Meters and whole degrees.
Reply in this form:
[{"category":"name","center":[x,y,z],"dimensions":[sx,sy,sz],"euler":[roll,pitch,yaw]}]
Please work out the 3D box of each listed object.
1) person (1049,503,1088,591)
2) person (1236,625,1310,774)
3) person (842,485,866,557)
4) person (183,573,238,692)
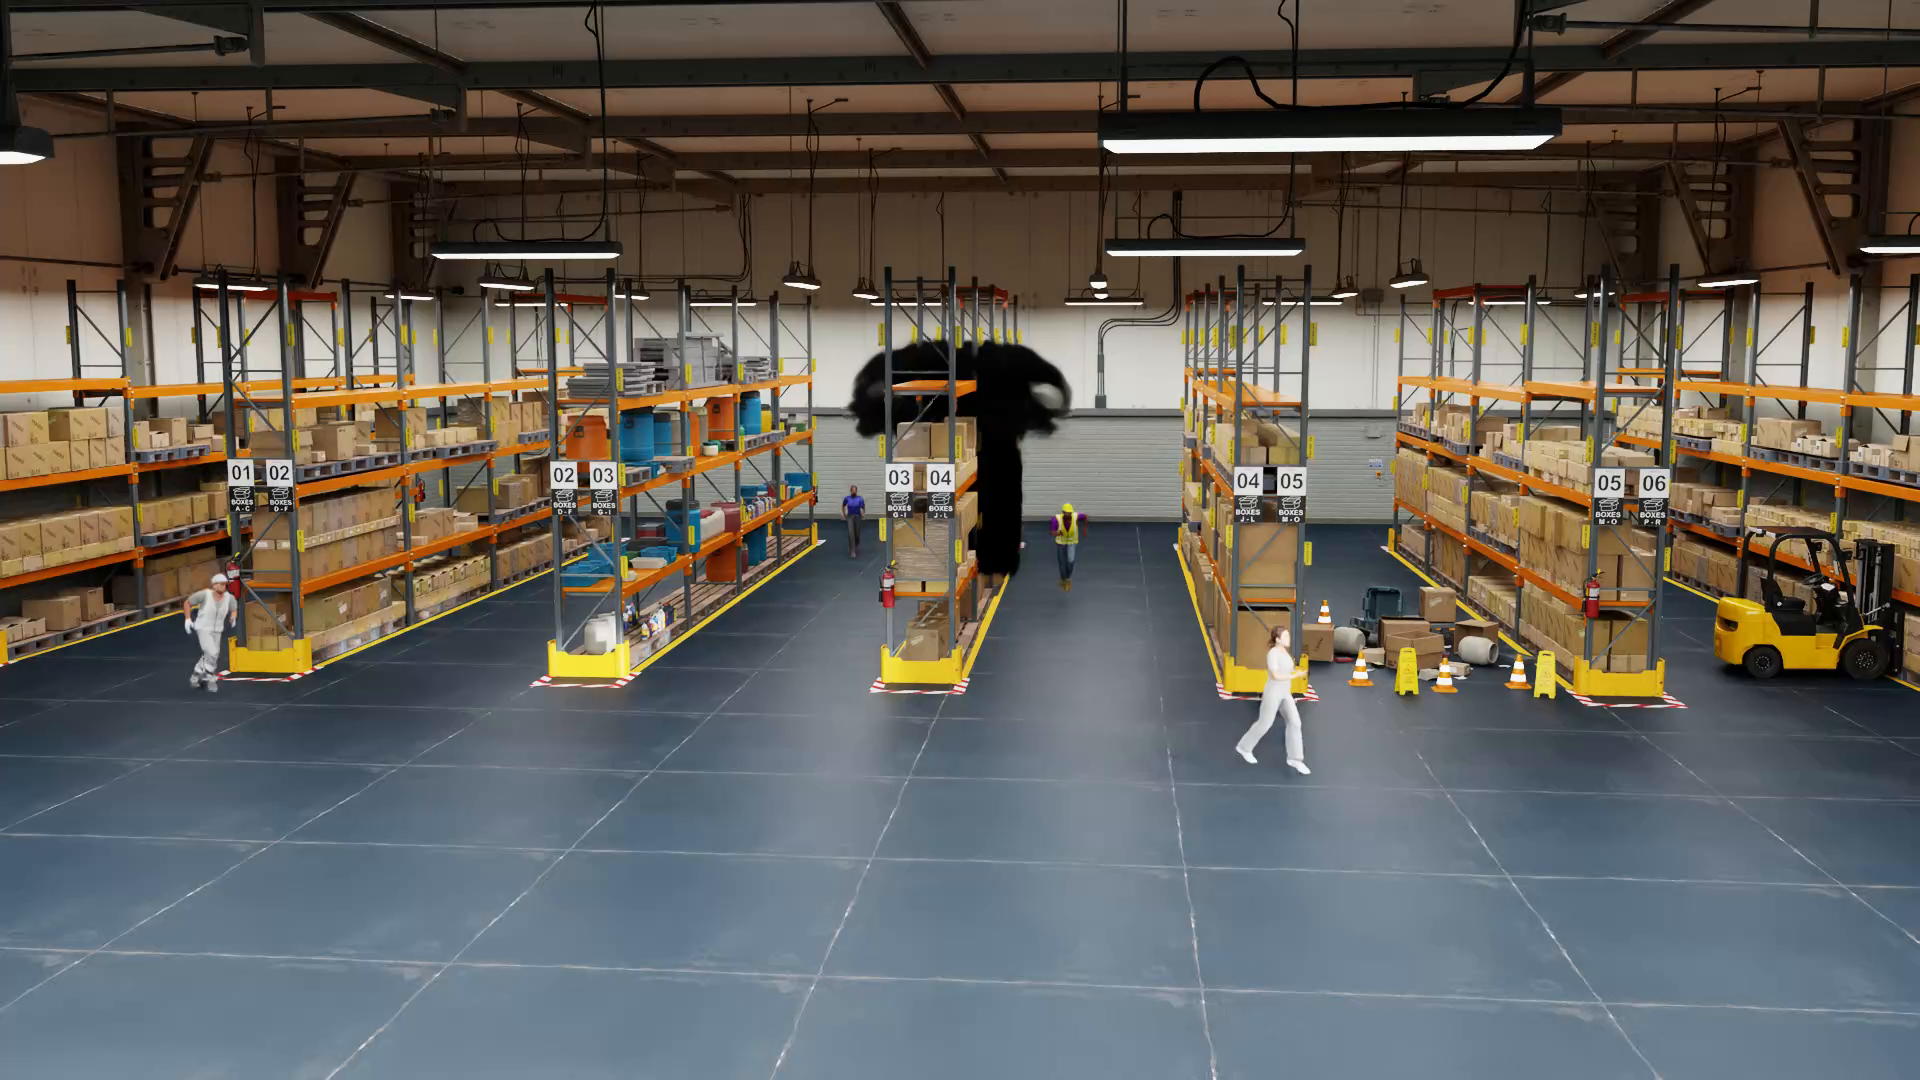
[{"category":"person","center":[2.047,0.124,31.379],"dimensions":[0.737,1.696,0.942],"euler":[0,7,0]},{"category":"person","center":[3.639,1.822,19.254],"dimensions":[0.909,1.697,0.543],"euler":[5,9,36]},{"category":"person","center":[-2.449,-0.446,38.384],"dimensions":[0.559,1.626,0.813],"euler":[0,7,-3]},{"category":"person","center":[-10.671,1.320,23.722],"dimensions":[0.838,1.726,0.697],"euler":[5,9,35]}]
